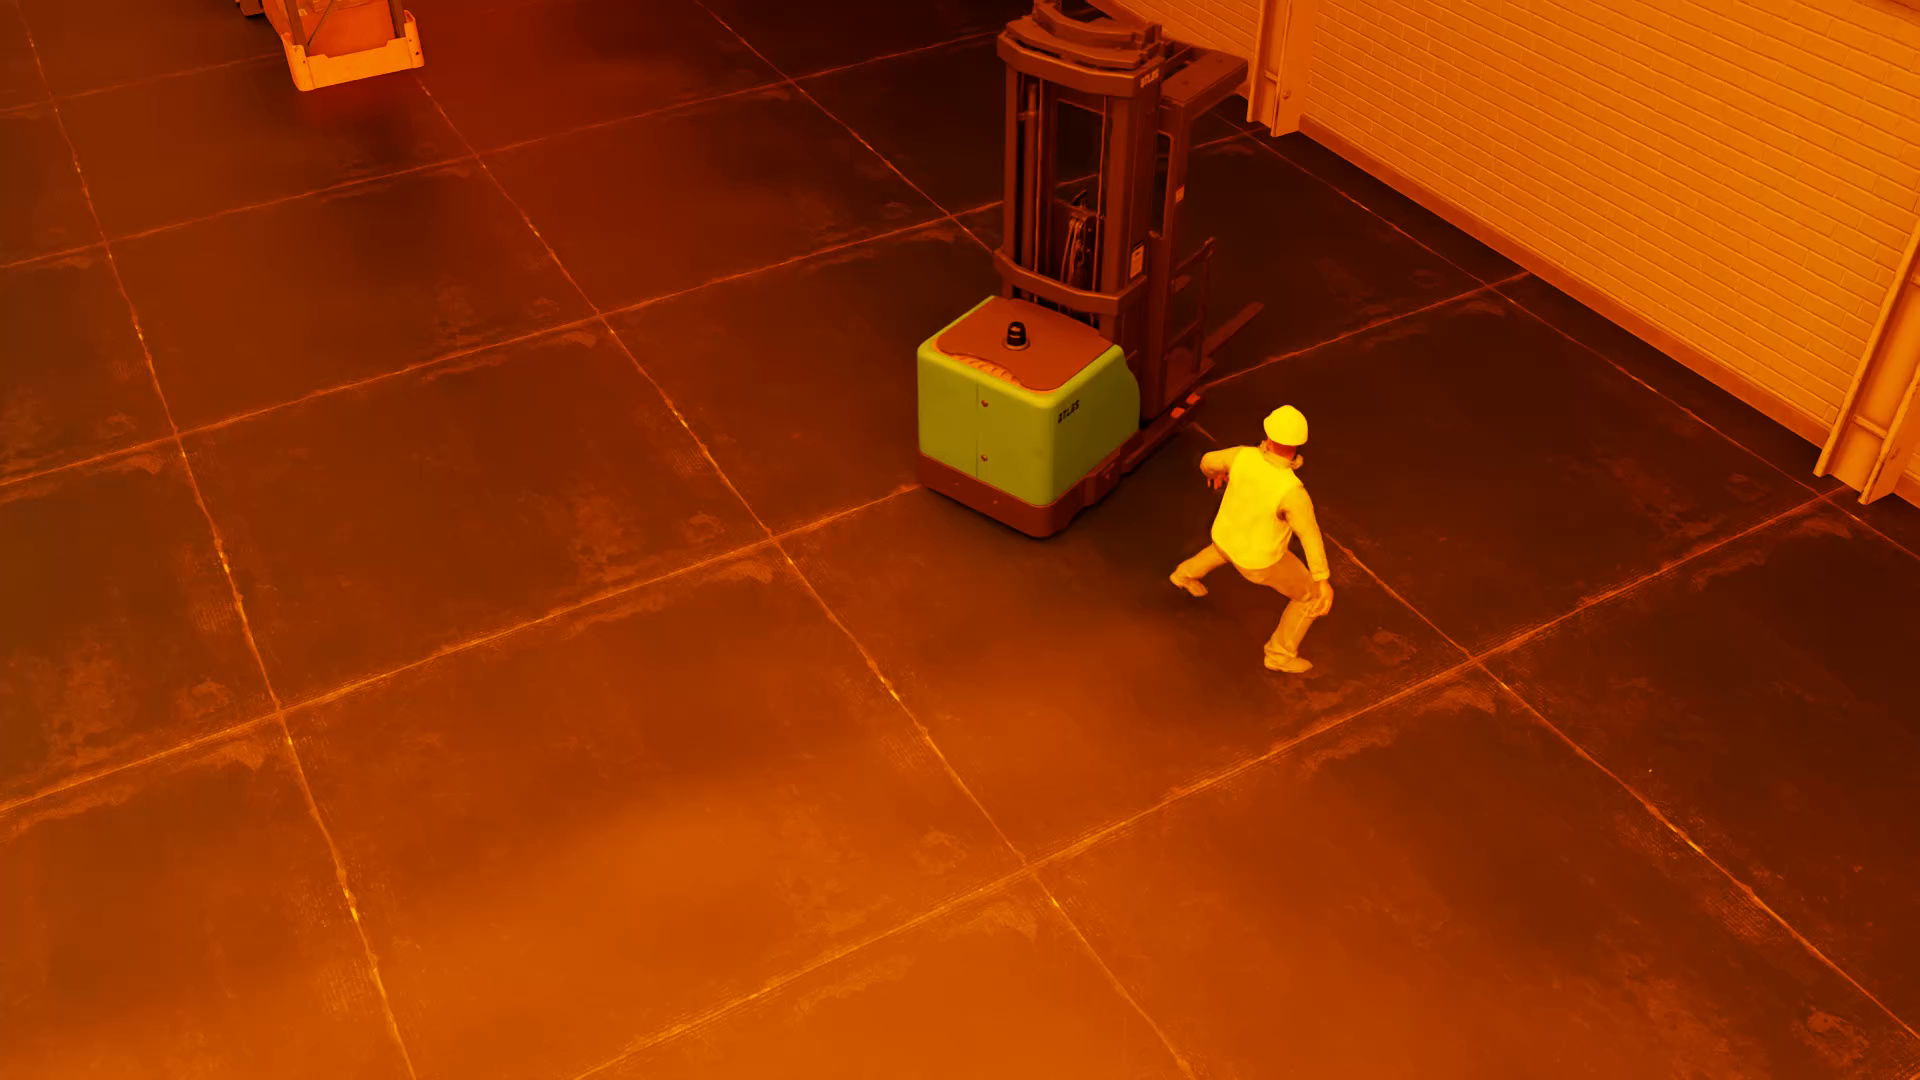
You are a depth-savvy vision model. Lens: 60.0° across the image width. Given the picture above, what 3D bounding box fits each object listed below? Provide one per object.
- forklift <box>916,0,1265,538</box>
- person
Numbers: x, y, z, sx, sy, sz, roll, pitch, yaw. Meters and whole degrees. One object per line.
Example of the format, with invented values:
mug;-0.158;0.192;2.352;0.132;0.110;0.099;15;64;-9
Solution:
forklift;1.020;-2.030;10.483;1.130;2.935;3.031;26;46;28
person;1.688;-0.008;9.112;0.502;1.656;1.099;-21;44;-23
